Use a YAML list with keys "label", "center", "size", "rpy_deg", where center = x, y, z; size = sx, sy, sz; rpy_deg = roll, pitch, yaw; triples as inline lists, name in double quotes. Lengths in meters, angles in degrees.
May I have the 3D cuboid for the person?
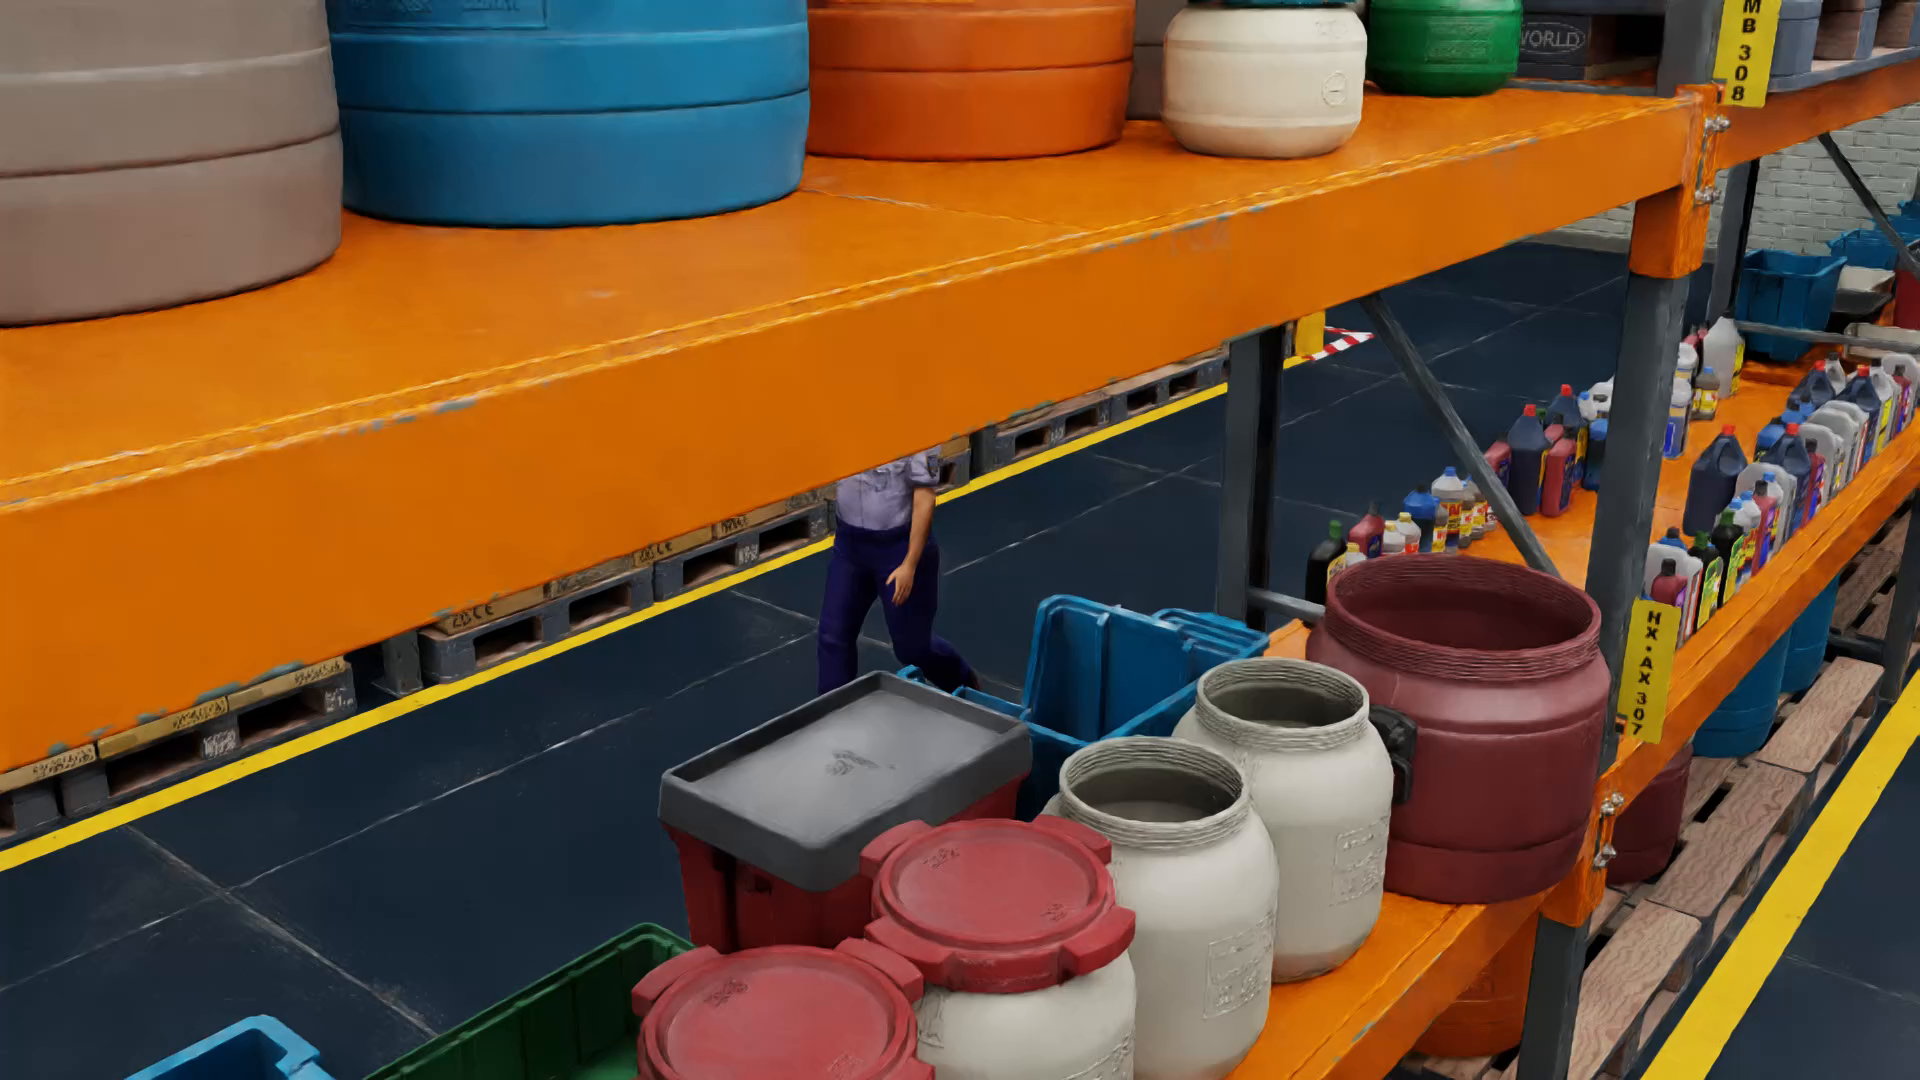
- label: "person"
  center: [-0.316, 0.066, 6.427]
  size: [0.476, 1.600, 0.838]
  rpy_deg: [14, 25, 34]
